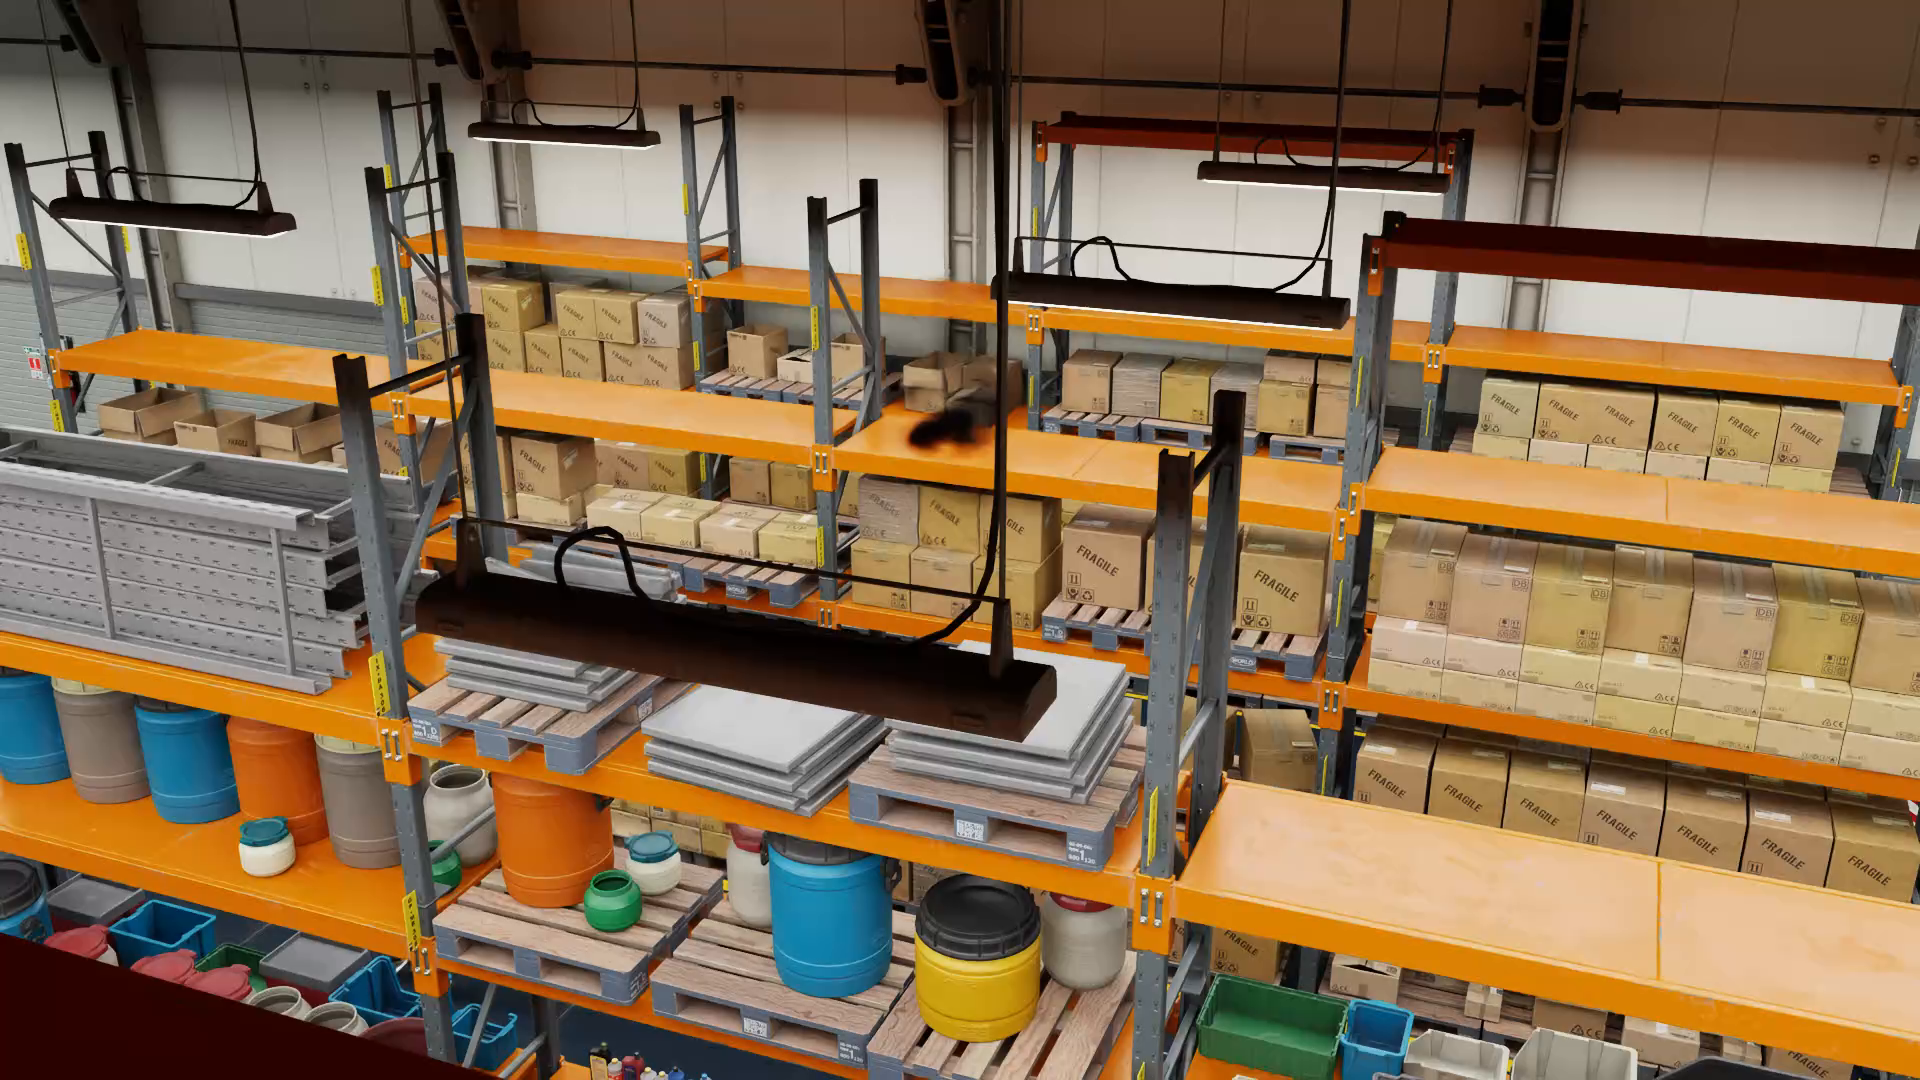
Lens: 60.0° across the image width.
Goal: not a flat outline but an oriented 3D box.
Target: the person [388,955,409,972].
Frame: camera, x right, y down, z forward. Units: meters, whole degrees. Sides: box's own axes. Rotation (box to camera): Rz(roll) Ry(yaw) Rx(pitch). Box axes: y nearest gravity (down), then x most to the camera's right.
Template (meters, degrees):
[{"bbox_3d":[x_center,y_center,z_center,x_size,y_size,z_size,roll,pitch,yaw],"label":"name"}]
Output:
[{"bbox_3d":[-4.367,2.761,12.899,0.710,1.633,0.503,4,21,10],"label":"person"}]
